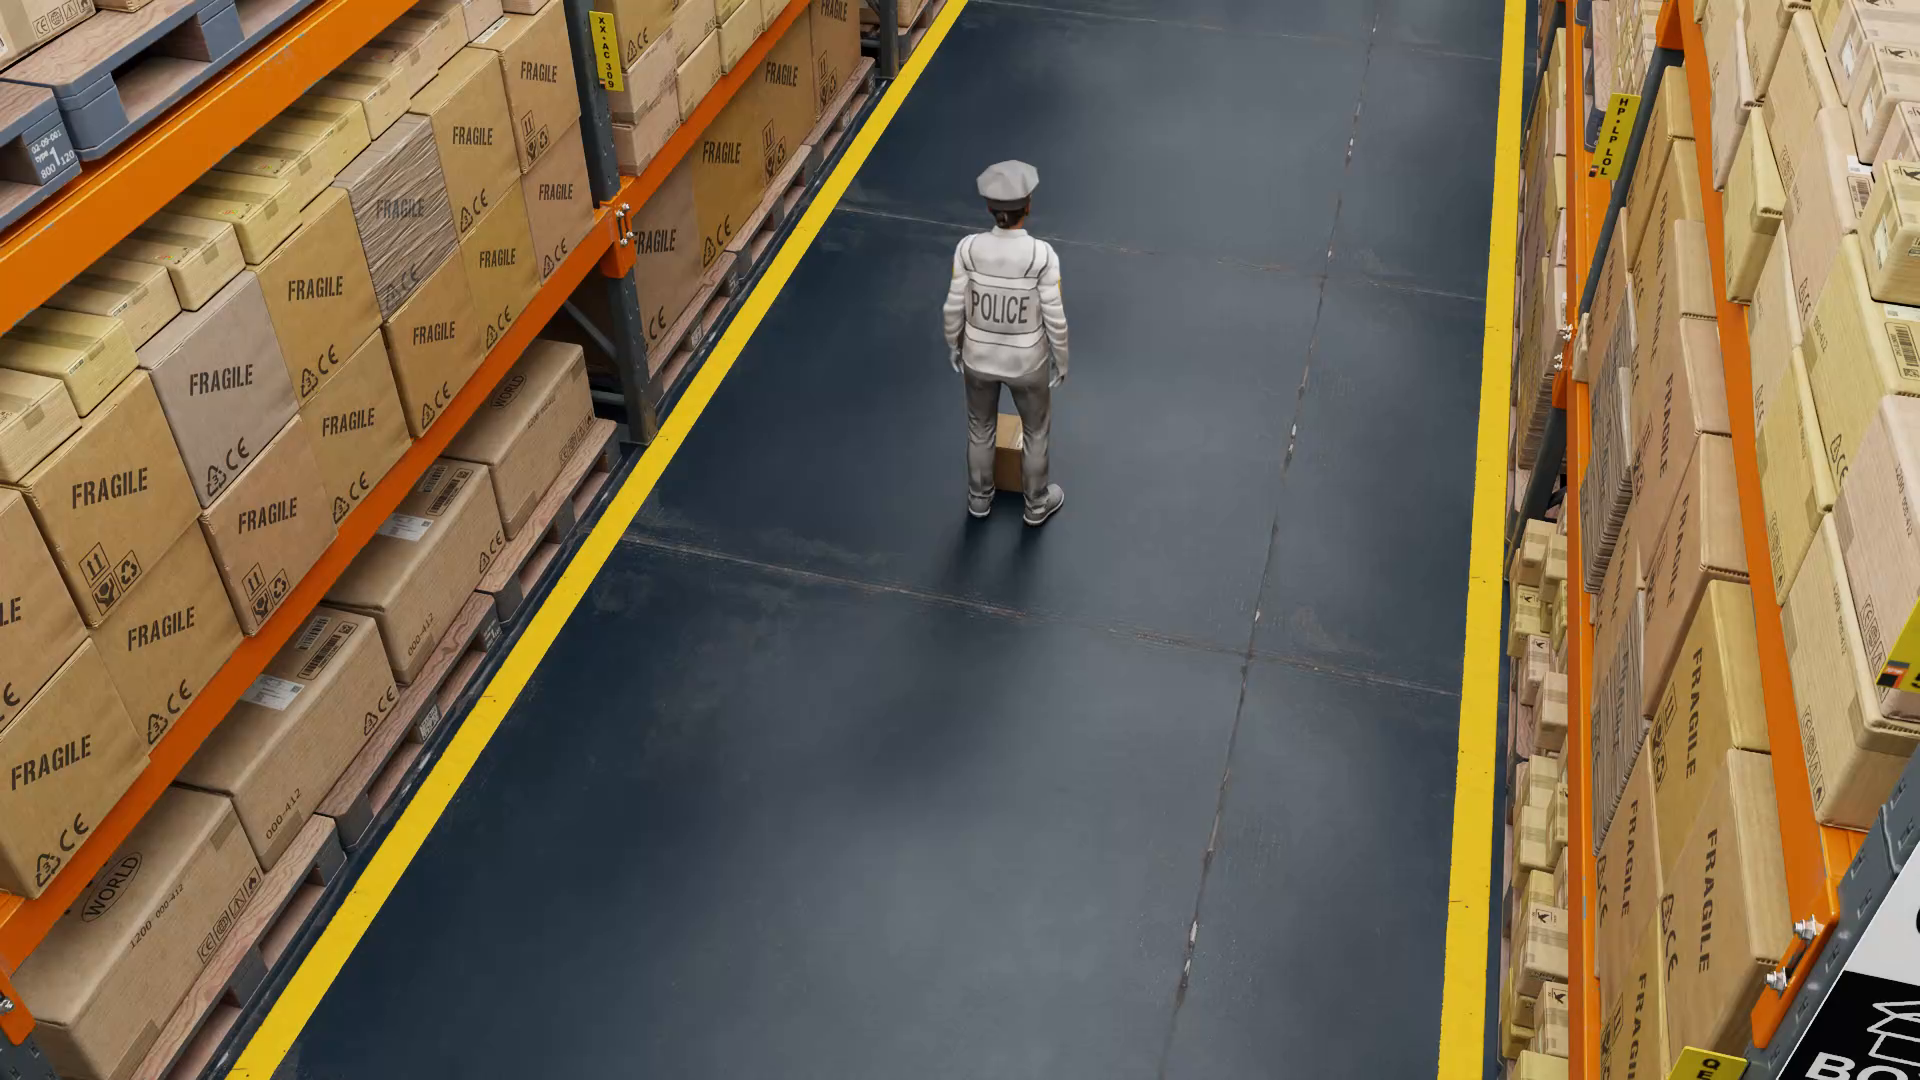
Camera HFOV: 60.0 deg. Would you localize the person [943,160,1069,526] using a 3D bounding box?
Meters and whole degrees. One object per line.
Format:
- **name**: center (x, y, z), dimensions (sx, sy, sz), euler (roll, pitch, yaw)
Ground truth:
- **person**: center (0.198, -0.779, 7.043), dimensions (0.530, 1.663, 0.377), euler (10, 42, 11)
